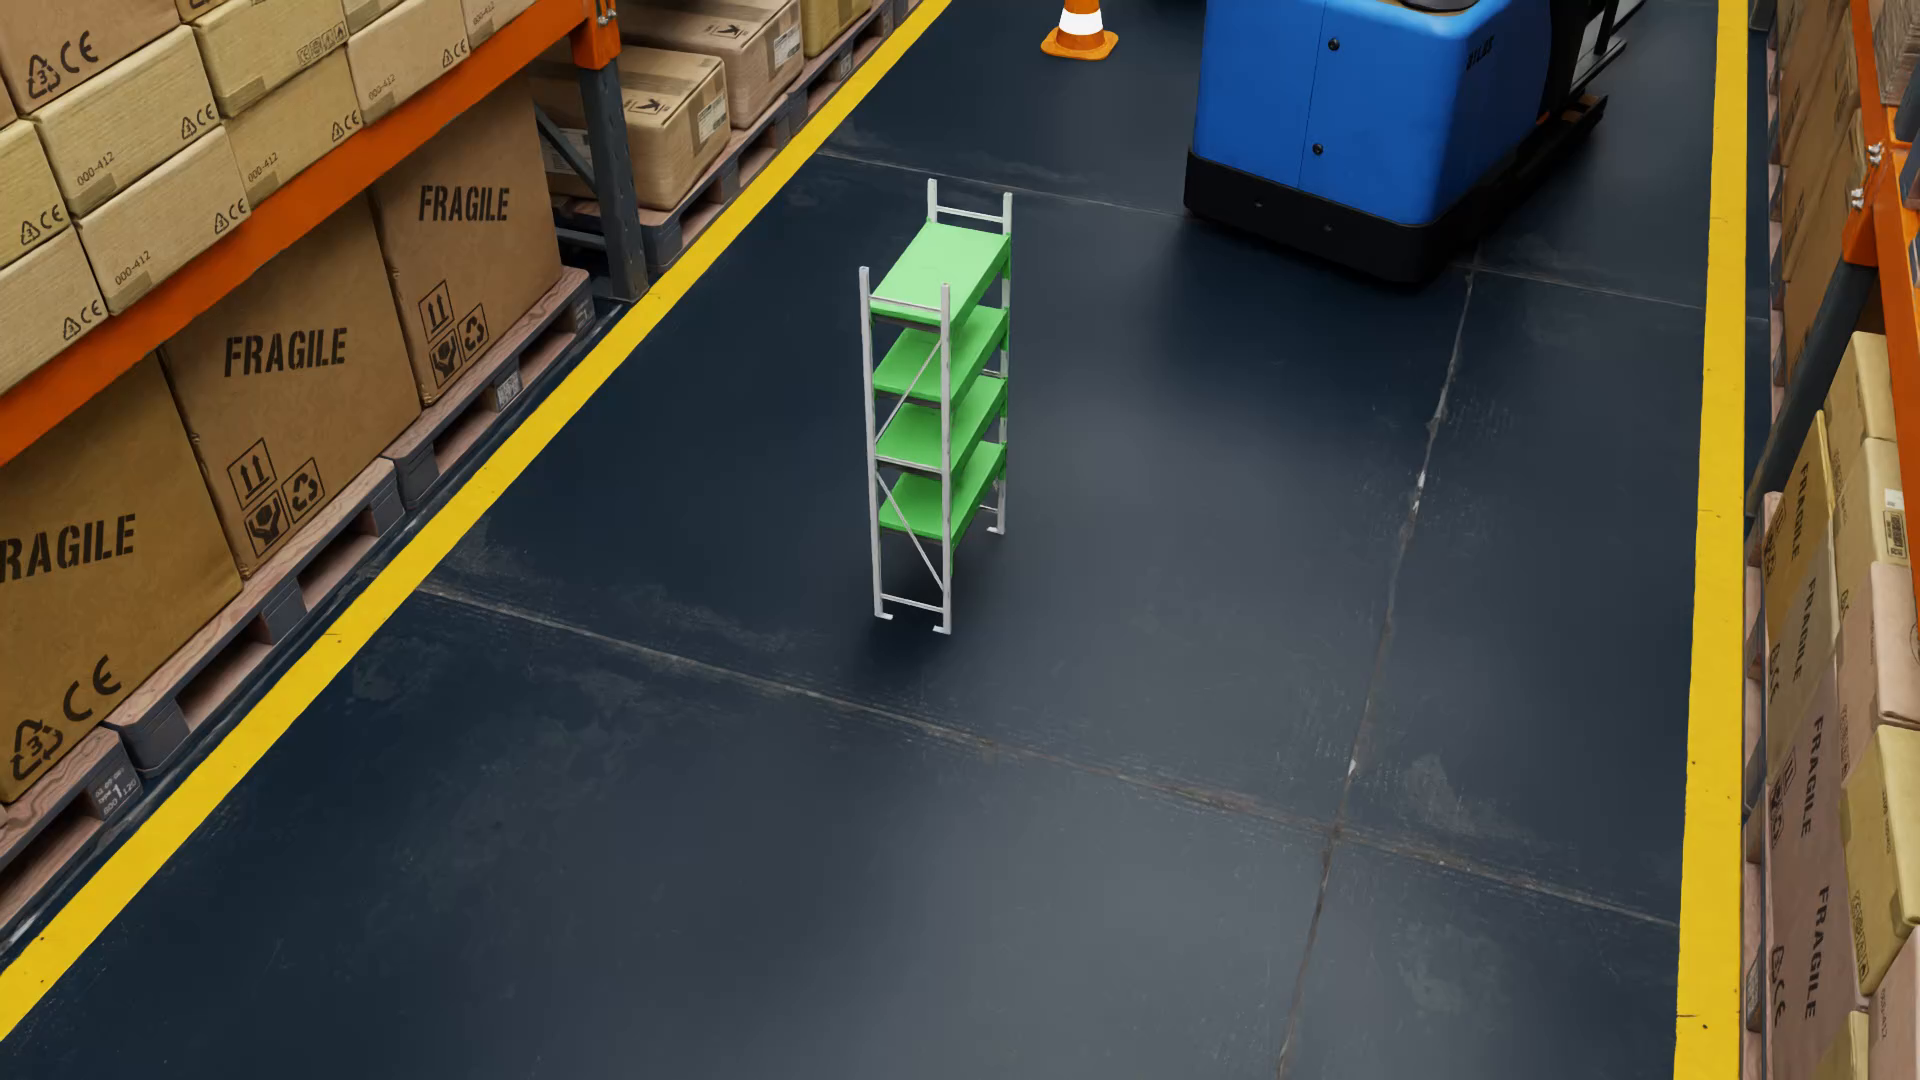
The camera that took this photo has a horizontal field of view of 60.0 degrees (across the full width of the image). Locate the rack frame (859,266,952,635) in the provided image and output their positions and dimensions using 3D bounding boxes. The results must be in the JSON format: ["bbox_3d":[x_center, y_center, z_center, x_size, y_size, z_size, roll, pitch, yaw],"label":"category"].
[{"bbox_3d":[-0.140,-0.207,4.568,0.240,1.200,0.015,13,42,15],"label":"rack frame"}]

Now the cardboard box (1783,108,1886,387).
[{"bbox_3d":[3.300,-0.792,5.277,1.050,0.750,0.750,13,42,14],"label":"cardboard box"}]

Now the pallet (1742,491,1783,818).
[{"bbox_3d":[2.739,0.401,4.618,1.003,0.211,1.213,13,42,15],"label":"pallet"}]

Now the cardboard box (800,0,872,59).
[{"bbox_3d":[-0.967,-2.589,7.675,0.950,0.372,0.625,15,43,17],"label":"cardboard box"}]

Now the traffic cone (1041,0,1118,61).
[{"bbox_3d":[0.580,-2.581,7.919,0.336,0.463,0.334,13,42,15],"label":"traffic cone"}]

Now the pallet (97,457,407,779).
[{"bbox_3d":[-2.438,0.093,4.978,1.003,0.211,1.213,13,42,15],"label":"pallet"}]

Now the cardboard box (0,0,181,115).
[{"bbox_3d":[-2.134,-1.295,3.610,0.500,0.500,0.500,13,42,14],"label":"cardboard box"}]

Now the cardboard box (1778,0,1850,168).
[{"bbox_3d":[3.914,-1.894,6.569,1.050,0.750,0.750,13,42,15],"label":"cardboard box"}]

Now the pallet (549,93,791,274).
[{"bbox_3d":[-1.410,-1.589,6.950,1.003,0.211,1.213,13,42,15],"label":"pallet"}]

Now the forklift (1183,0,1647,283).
[{"bbox_3d":[2.197,-2.991,6.498,1.130,2.935,3.031,26,47,27],"label":"forklift"}]

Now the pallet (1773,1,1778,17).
[{"bbox_3d":[4.709,-2.962,8.559,1.003,0.211,1.213,13,42,15],"label":"pallet"}]

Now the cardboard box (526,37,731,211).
[{"bbox_3d":[-1.476,-1.676,6.604,0.950,0.372,0.625,11,42,12],"label":"cardboard box"}]

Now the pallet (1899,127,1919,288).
[{"bbox_3d":[2.864,-0.605,3.796,1.213,0.211,1.003,13,42,15],"label":"pallet"}]

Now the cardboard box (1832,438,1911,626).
[{"bbox_3d":[2.371,0.046,3.910,0.500,0.250,0.500,13,42,15],"label":"cardboard box"}]

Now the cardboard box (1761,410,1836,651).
[{"bbox_3d":[2.526,0.030,4.507,0.500,0.500,0.500,12,42,13],"label":"cardboard box"}]

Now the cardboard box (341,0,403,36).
[{"bbox_3d":[-1.778,-1.641,4.593,0.500,0.250,0.500,12,42,14],"label":"cardboard box"}]

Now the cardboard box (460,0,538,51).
[{"bbox_3d":[-1.608,-1.750,5.106,0.500,0.250,0.500,12,42,14],"label":"cardboard box"}]

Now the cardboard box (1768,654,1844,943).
[{"bbox_3d":[2.186,0.651,3.778,0.500,0.500,0.500,12,42,14],"label":"cardboard box"}]

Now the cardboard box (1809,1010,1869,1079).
[{"bbox_3d":[1.832,1.274,3.048,0.500,0.500,0.500,12,42,14],"label":"cardboard box"}]

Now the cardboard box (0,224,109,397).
[{"bbox_3d":[-2.283,-0.511,3.654,0.500,0.250,0.500,13,42,15],"label":"cardboard box"}]

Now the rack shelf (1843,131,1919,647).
[{"bbox_3d":[2.323,0.357,3.075,1.077,0.370,4.000,13,42,15],"label":"rack shelf"}]

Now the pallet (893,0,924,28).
[{"bbox_3d":[-0.576,-3.077,8.694,1.003,0.211,1.213,13,42,15],"label":"pallet"}]

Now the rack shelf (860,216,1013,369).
[{"bbox_3d":[-0.057,-0.672,4.472,0.258,0.148,0.480,13,42,15],"label":"rack shelf"}]

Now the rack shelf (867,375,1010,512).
[{"bbox_3d":[-0.057,-0.307,4.784,0.258,0.148,0.480,13,42,15],"label":"rack shelf"}]

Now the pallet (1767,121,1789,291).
[{"bbox_3d":[3.766,-1.281,6.589,1.003,0.211,1.213,13,42,15],"label":"pallet"}]

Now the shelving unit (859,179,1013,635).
[{"bbox_3d":[-0.057,-0.355,4.742,0.258,1.200,0.503,13,42,15],"label":"shelving unit"}]

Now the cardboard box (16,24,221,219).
[{"bbox_3d":[-2.111,-1.008,3.850,0.500,0.250,0.500,12,42,14],"label":"cardboard box"}]

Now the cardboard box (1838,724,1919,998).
[{"bbox_3d":[2.012,0.663,3.187,0.500,0.250,0.500,12,42,13],"label":"cardboard box"}]

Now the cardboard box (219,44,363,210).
[{"bbox_3d":[-1.955,-1.132,4.381,0.500,0.250,0.500,13,42,15],"label":"cardboard box"}]

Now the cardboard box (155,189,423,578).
[{"bbox_3d":[-2.302,-0.579,4.931,0.875,0.875,0.875,14,42,16],"label":"cardboard box"}]

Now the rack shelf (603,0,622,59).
[{"bbox_3d":[-0.995,-3.120,7.150,1.077,0.370,4.000,13,42,15],"label":"rack shelf"}]

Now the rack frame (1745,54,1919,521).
[{"bbox_3d":[3.007,-1.136,4.271,1.000,3.000,0.127,13,42,15],"label":"rack frame"}]

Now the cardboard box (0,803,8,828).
[{"bbox_3d":[-2.910,0.519,3.644,0.875,0.875,0.875,15,43,16],"label":"cardboard box"}]

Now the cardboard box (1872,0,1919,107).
[{"bbox_3d":[2.909,-1.509,4.630,0.500,0.500,0.500,13,42,15],"label":"cardboard box"}]
